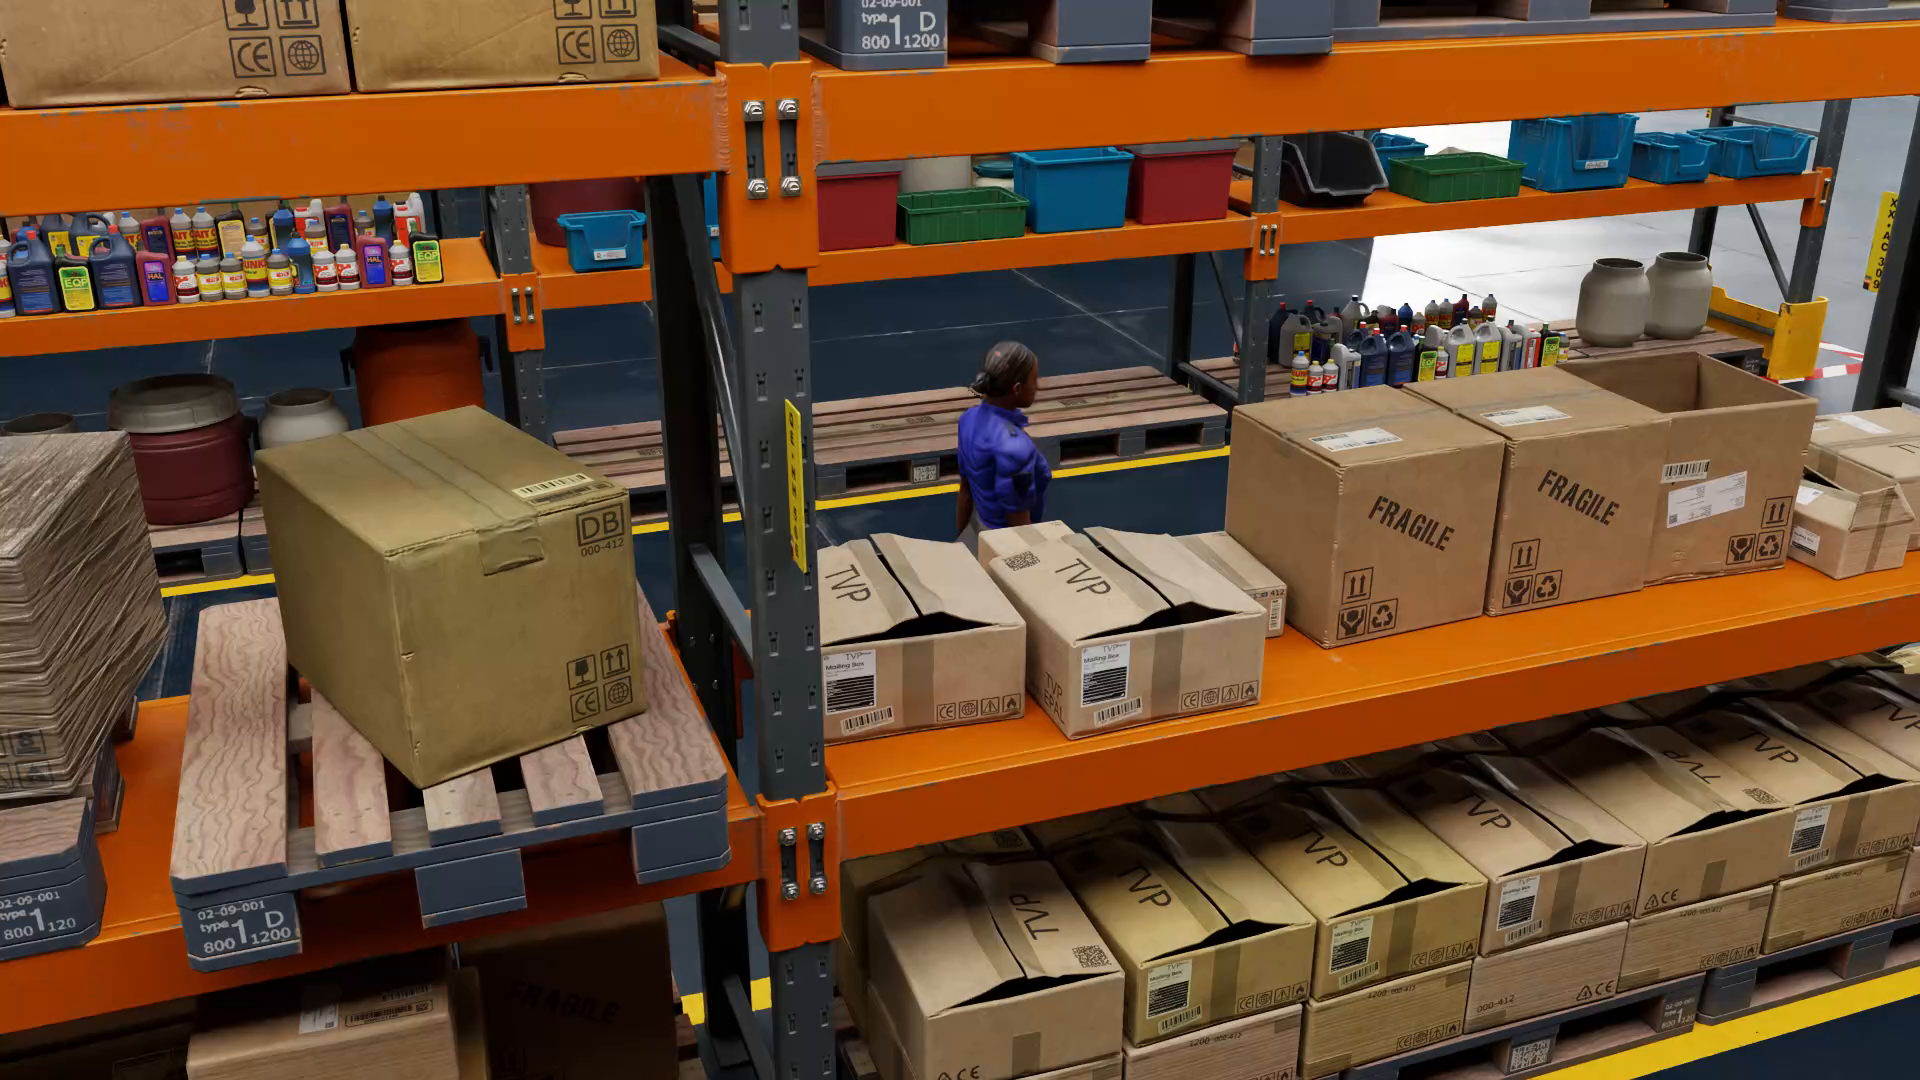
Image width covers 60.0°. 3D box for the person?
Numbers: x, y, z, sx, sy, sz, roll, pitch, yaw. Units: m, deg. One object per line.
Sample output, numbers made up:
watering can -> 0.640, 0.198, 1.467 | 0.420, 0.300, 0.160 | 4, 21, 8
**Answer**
person -> 0.129, 0.108, 5.833 | 0.413, 1.659, 0.503 | -8, 24, -19
